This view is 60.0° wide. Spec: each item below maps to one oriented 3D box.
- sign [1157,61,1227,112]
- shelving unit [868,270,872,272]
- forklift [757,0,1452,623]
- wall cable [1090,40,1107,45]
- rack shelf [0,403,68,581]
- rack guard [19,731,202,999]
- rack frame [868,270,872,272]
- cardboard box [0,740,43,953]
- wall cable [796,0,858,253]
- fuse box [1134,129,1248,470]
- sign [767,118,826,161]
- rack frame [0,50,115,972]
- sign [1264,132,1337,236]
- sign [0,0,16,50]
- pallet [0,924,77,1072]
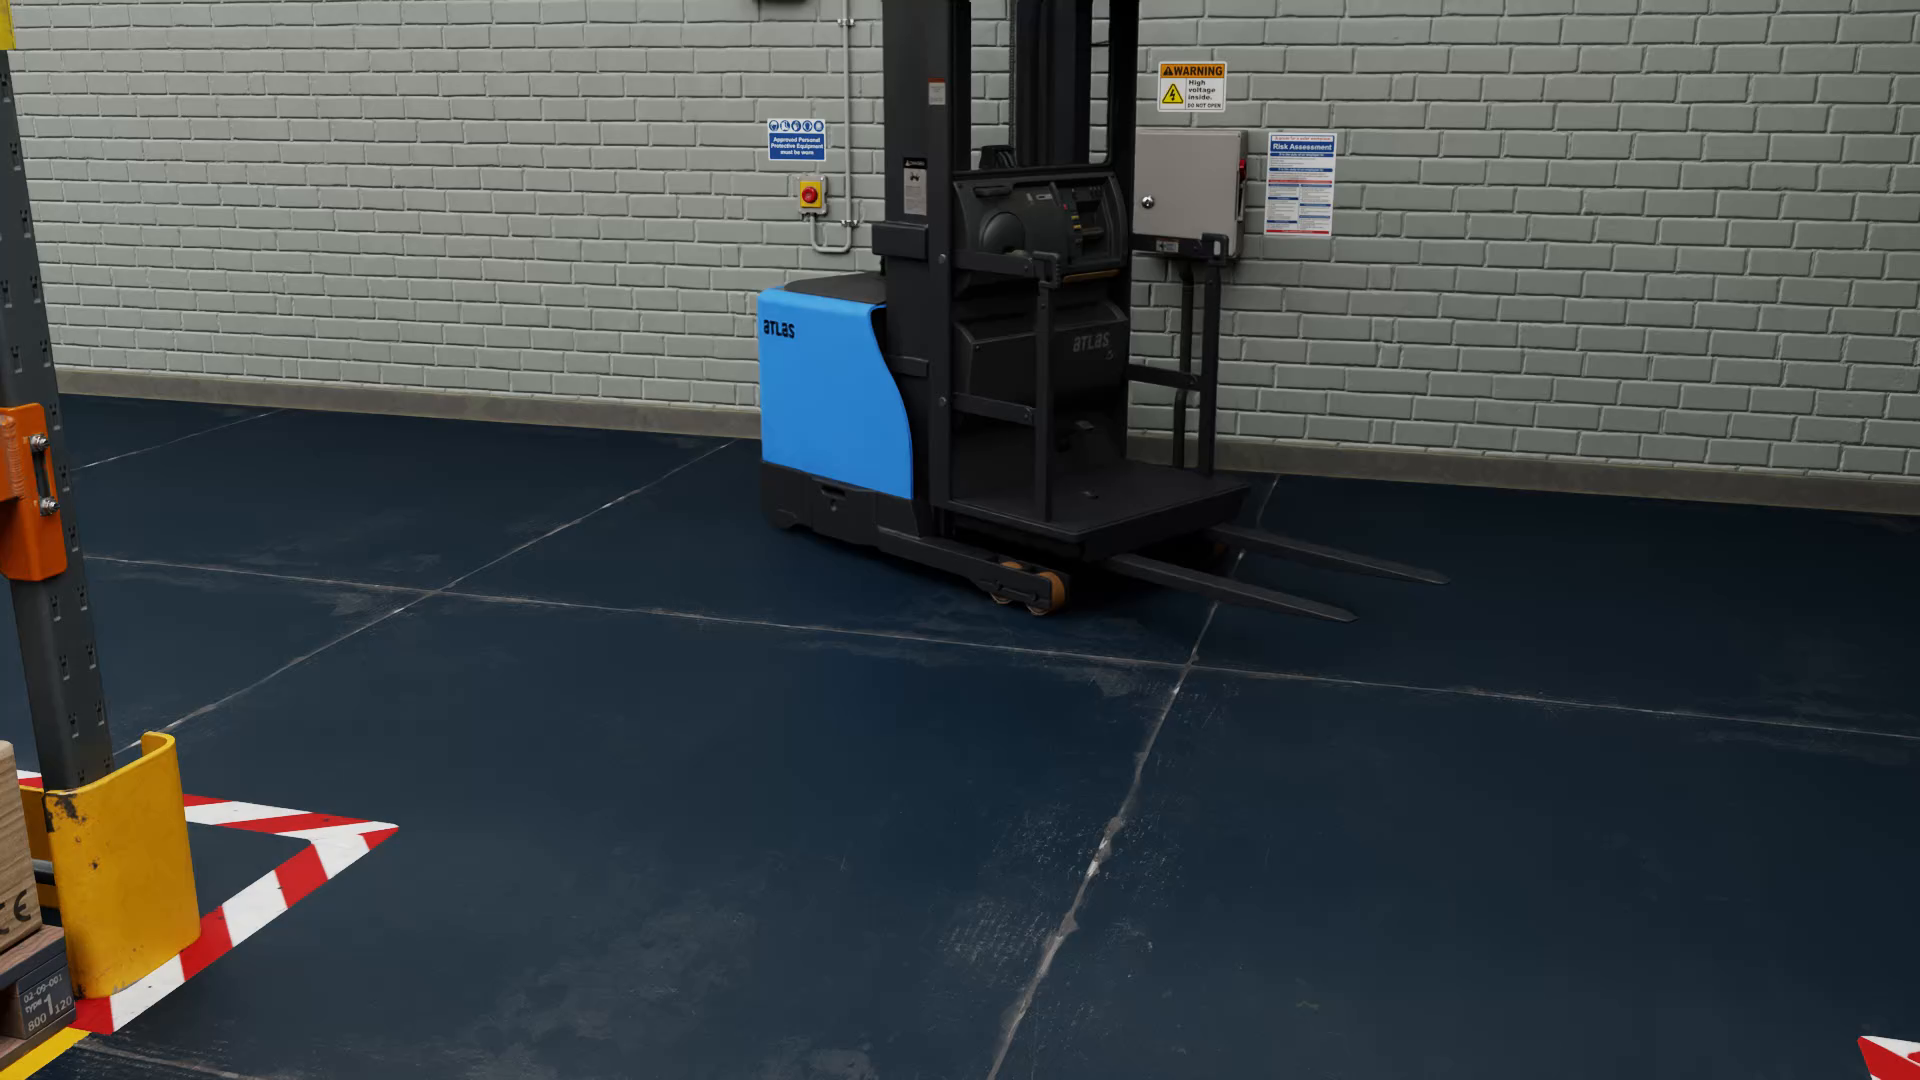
[{"bbox_3d":[1.140,-2.229,8.177,0.339,0.242,0.001,5,16,16],"label":"sign"},{"bbox_3d":[-0.423,-0.772,8.126,0.215,1.050,0.252,9,18,29],"label":"shelving unit"},{"bbox_3d":[0.482,-1.282,6.478,1.130,2.935,3.031,-15,22,-42],"label":"forklift"},{"bbox_3d":[0.525,-2.356,8.277,0.588,1.984,0.122,5,16,16],"label":"wall cable"},{"bbox_3d":[-2.987,0.372,1.839,1.077,0.370,4.000,5,16,16],"label":"rack shelf"},{"bbox_3d":[-2.412,0.699,3.948,1.175,0.500,0.348,5,16,16],"label":"rack guard"},{"bbox_3d":[-0.362,-0.801,8.228,0.200,1.050,0.008,9,18,29],"label":"rack frame"},{"bbox_3d":[-2.510,0.714,3.241,0.875,0.438,0.875,4,16,14],"label":"cardboard box"},{"bbox_3d":[-0.838,-2.478,8.650,0.585,1.953,0.123,5,16,16],"label":"wall cable"},{"bbox_3d":[1.134,-1.153,8.260,0.539,1.711,0.414,5,16,16],"label":"fuse box"},{"bbox_3d":[-0.867,-2.124,8.825,0.327,0.218,0.001,5,16,16],"label":"sign"},{"bbox_3d":[-2.418,-0.497,3.585,1.000,3.000,0.127,5,16,16],"label":"rack frame"},{"bbox_3d":[1.667,-1.743,8.153,0.329,0.494,0.001,5,16,16],"label":"sign"},{"bbox_3d":[-1.902,-1.122,3.234,0.100,0.325,0.005,5,16,16],"label":"sign"},{"bbox_3d":[-2.571,1.060,3.207,1.003,0.211,1.213,5,16,16],"label":"pallet"}]
